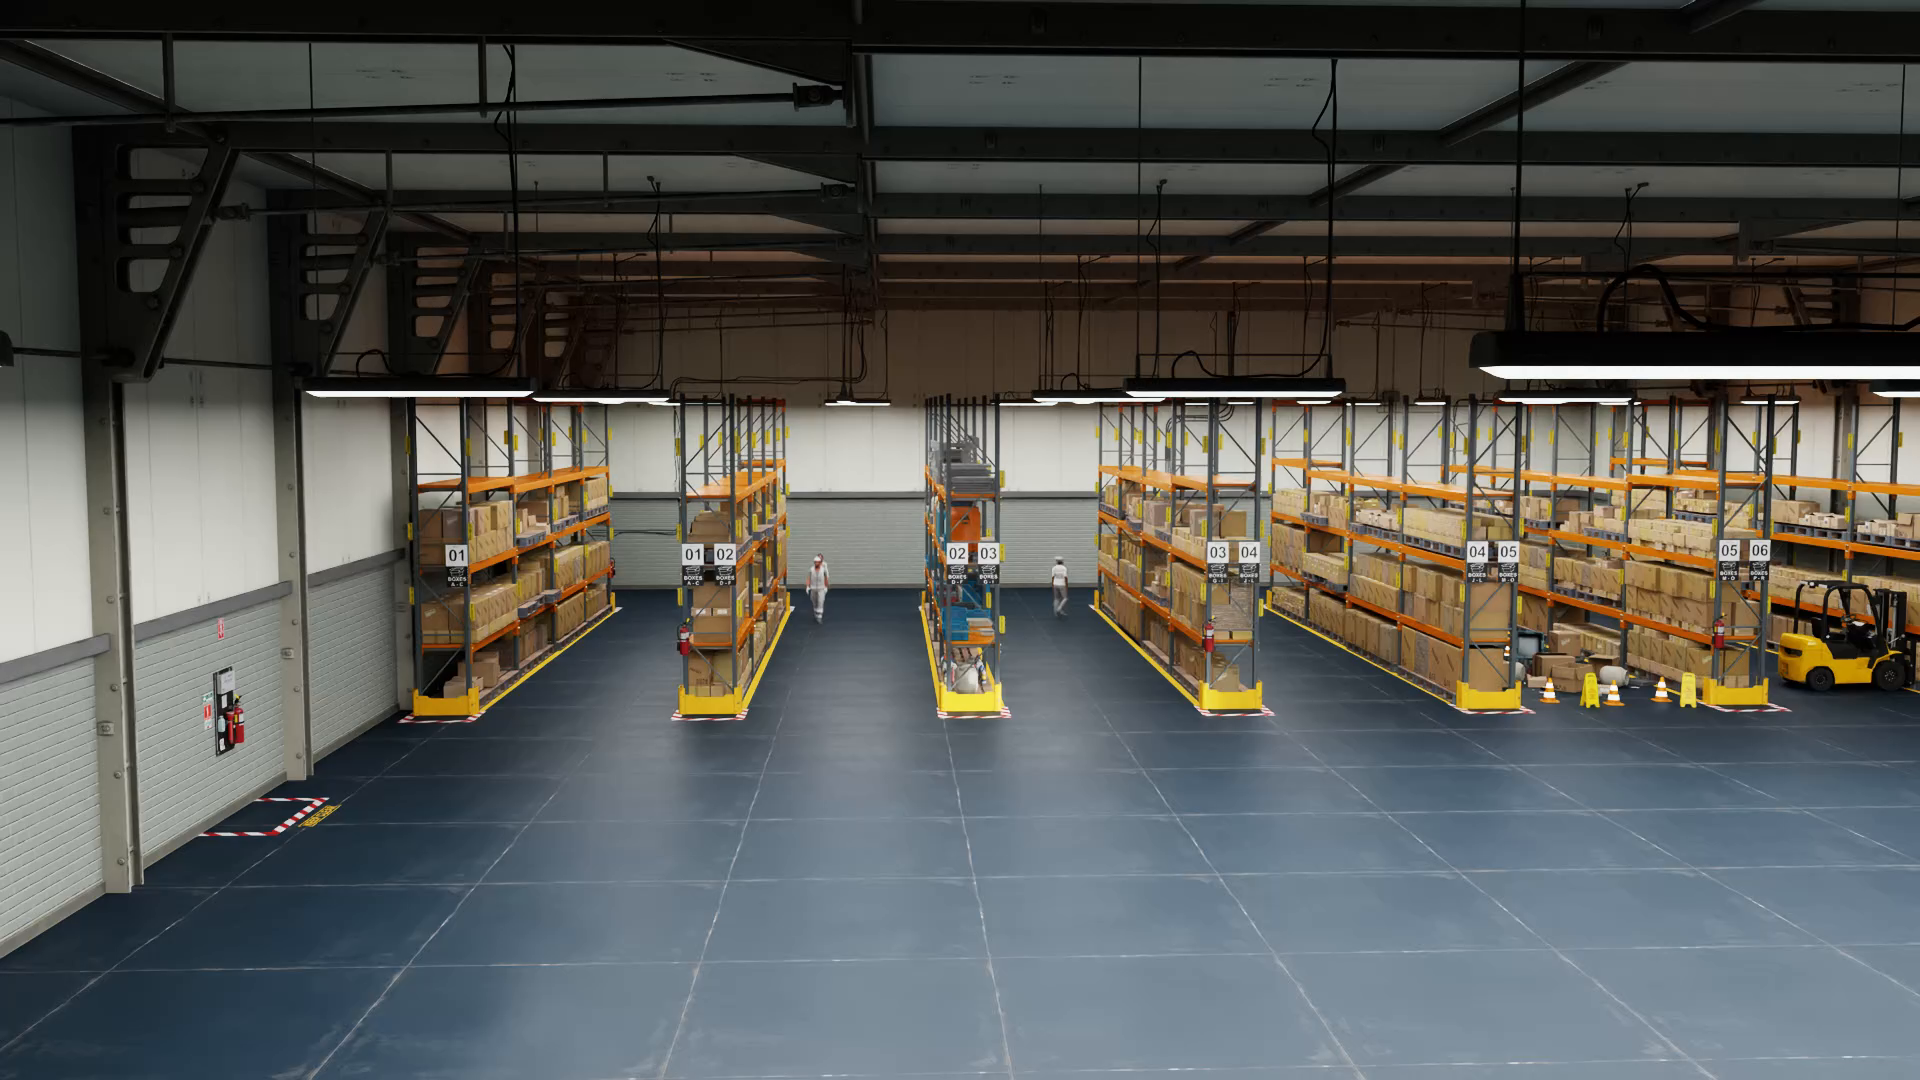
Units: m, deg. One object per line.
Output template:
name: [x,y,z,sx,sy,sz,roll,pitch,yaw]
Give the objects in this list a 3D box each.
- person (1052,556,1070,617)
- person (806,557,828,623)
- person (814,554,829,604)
person: [2.722,1.291,45.572,0.494,1.666,0.514,3,5,33]
person: [-3.836,1.316,44.556,0.555,1.725,1.068,0,5,0]
person: [-4.005,1.156,47.861,0.446,1.536,1.009,-1,5,-12]
